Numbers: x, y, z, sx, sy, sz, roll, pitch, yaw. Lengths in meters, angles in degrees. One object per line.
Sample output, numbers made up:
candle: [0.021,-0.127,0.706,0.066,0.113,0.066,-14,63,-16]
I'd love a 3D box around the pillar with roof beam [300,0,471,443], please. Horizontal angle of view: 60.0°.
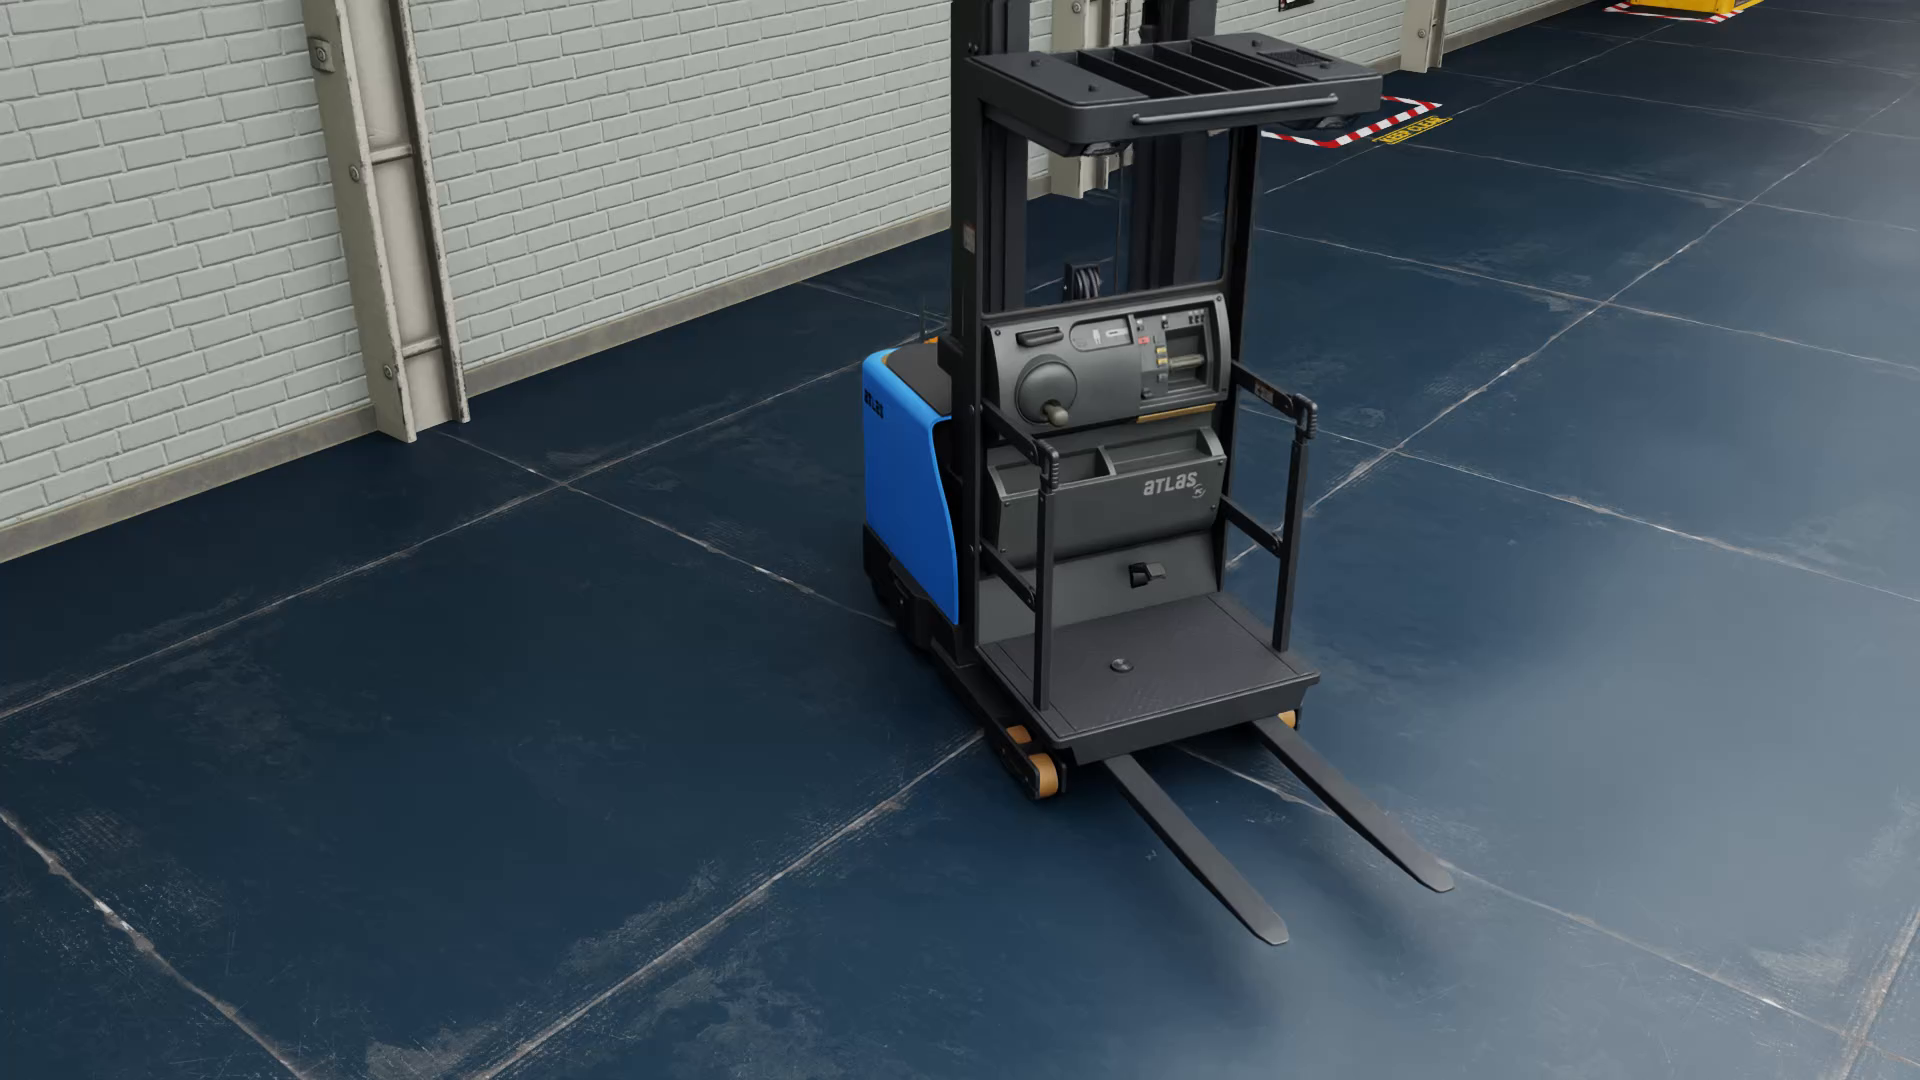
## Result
pillar with roof beam: [0.431,-3.363,4.456,9.100,9.000,0.400,21,34,34]

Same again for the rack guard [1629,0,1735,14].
rack guard: [8.829,-6.754,20.261,1.175,0.500,0.348,21,34,34]

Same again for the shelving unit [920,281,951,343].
shelving unit: [-0.023,-0.545,7.498,0.258,1.200,0.189,22,34,36]

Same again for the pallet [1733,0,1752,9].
pallet: [9.373,-6.903,20.865,1.003,0.211,1.213,21,34,34]

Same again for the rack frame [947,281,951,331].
rack frame: [0.037,-0.577,7.559,0.240,1.200,0.006,22,34,36]

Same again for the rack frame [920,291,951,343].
rack frame: [-0.083,-0.513,7.436,0.240,1.200,0.006,22,34,36]

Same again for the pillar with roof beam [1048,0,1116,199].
pillar with roof beam: [4.247,-5.490,8.569,9.100,9.000,0.400,21,34,34]

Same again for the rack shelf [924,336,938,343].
rack shelf: [-0.023,-0.825,7.353,0.258,0.103,0.180,22,34,36]

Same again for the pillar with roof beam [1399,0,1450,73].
pillar with roof beam: [8.063,-7.617,12.681,9.100,9.000,0.400,21,34,34]

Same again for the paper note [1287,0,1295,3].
paper note: [2.974,-4.912,14.939,0.016,0.148,0.142,21,34,34]

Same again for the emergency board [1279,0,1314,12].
emergency board: [3.121,-5.348,14.824,0.157,1.169,0.626,21,34,34]

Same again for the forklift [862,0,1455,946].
forklift: [0.630,-0.598,5.716,1.130,2.935,3.031,-11,29,-21]
